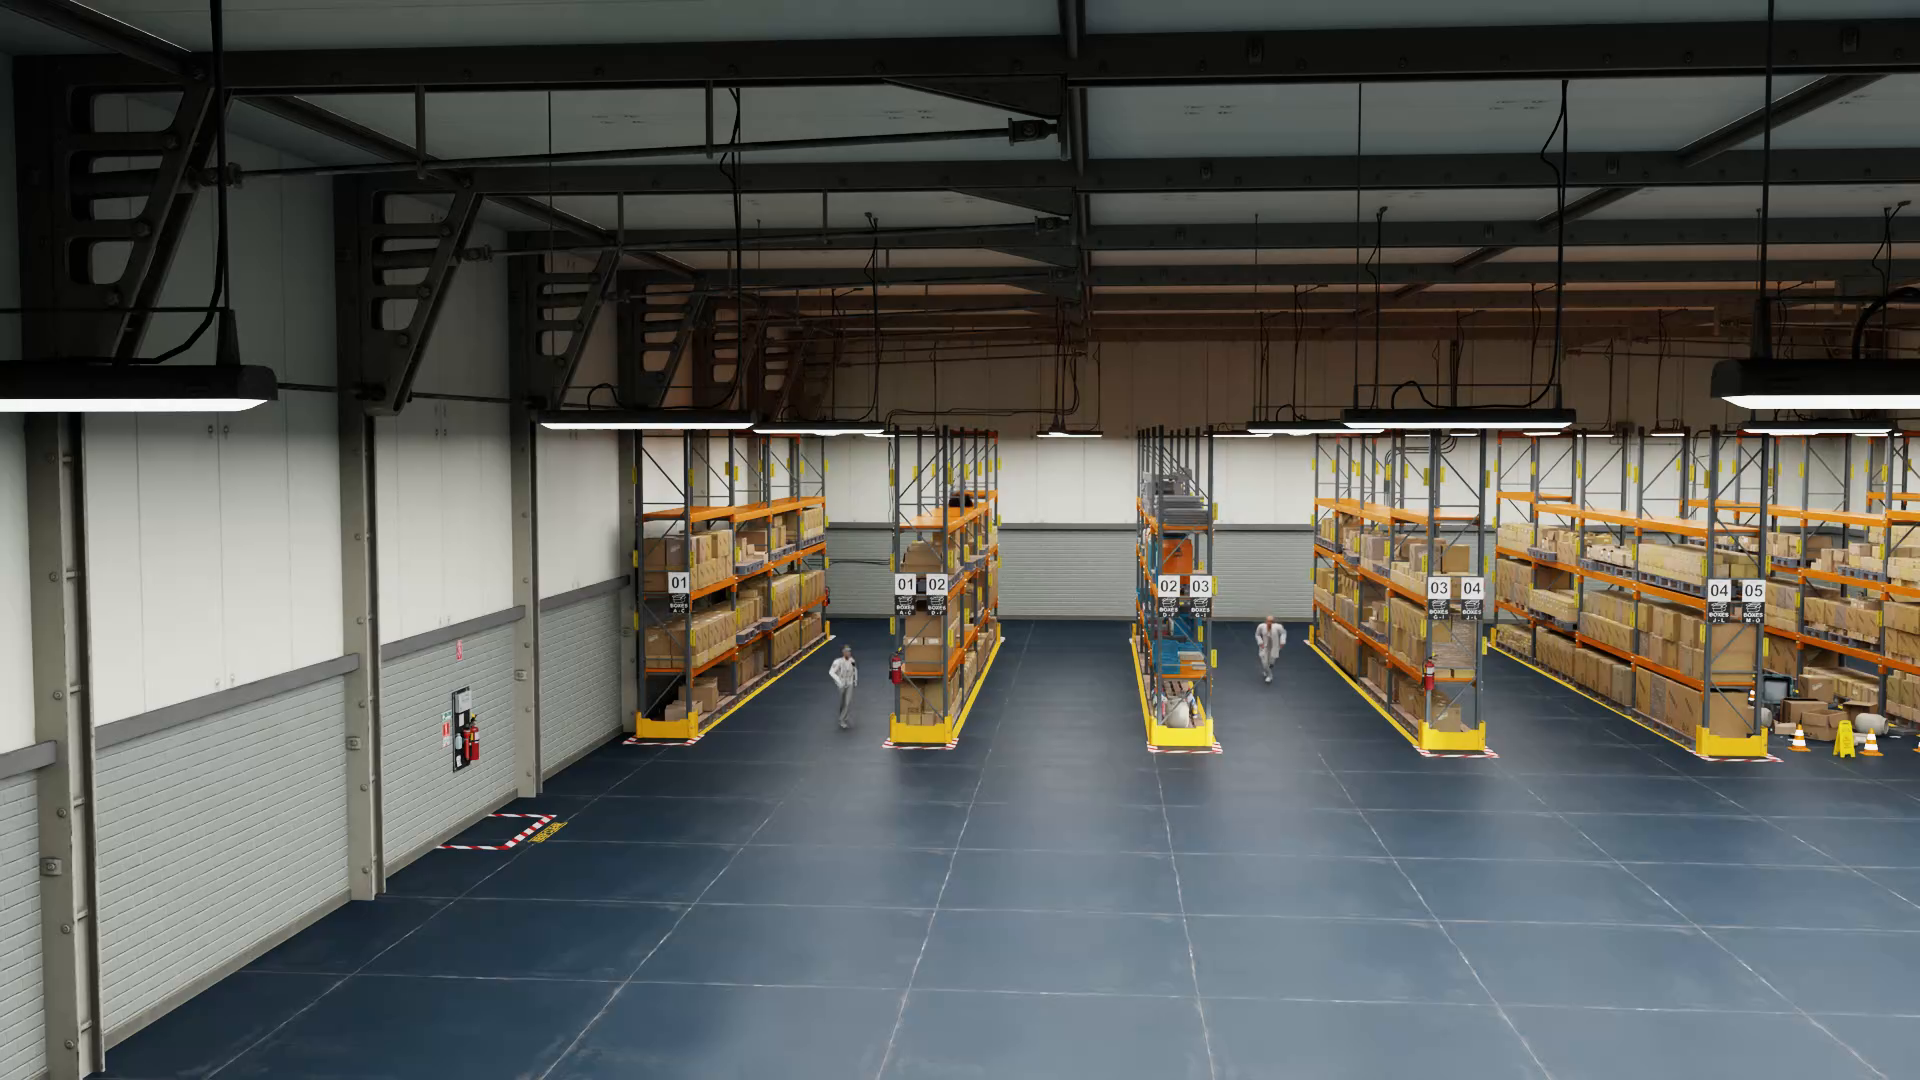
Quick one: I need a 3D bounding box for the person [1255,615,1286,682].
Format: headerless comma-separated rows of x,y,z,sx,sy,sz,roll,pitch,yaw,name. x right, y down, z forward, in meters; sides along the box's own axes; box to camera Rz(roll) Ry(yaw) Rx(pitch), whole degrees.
7.360,2.612,39.402,0.728,1.492,0.916,1,3,10,person

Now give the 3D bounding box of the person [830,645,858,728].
-2.337,2.900,33.296,0.612,1.657,0.684,-1,4,-17,person

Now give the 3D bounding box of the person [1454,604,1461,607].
14.158,2.046,47.155,0.678,1.707,0.786,-2,4,-24,person
